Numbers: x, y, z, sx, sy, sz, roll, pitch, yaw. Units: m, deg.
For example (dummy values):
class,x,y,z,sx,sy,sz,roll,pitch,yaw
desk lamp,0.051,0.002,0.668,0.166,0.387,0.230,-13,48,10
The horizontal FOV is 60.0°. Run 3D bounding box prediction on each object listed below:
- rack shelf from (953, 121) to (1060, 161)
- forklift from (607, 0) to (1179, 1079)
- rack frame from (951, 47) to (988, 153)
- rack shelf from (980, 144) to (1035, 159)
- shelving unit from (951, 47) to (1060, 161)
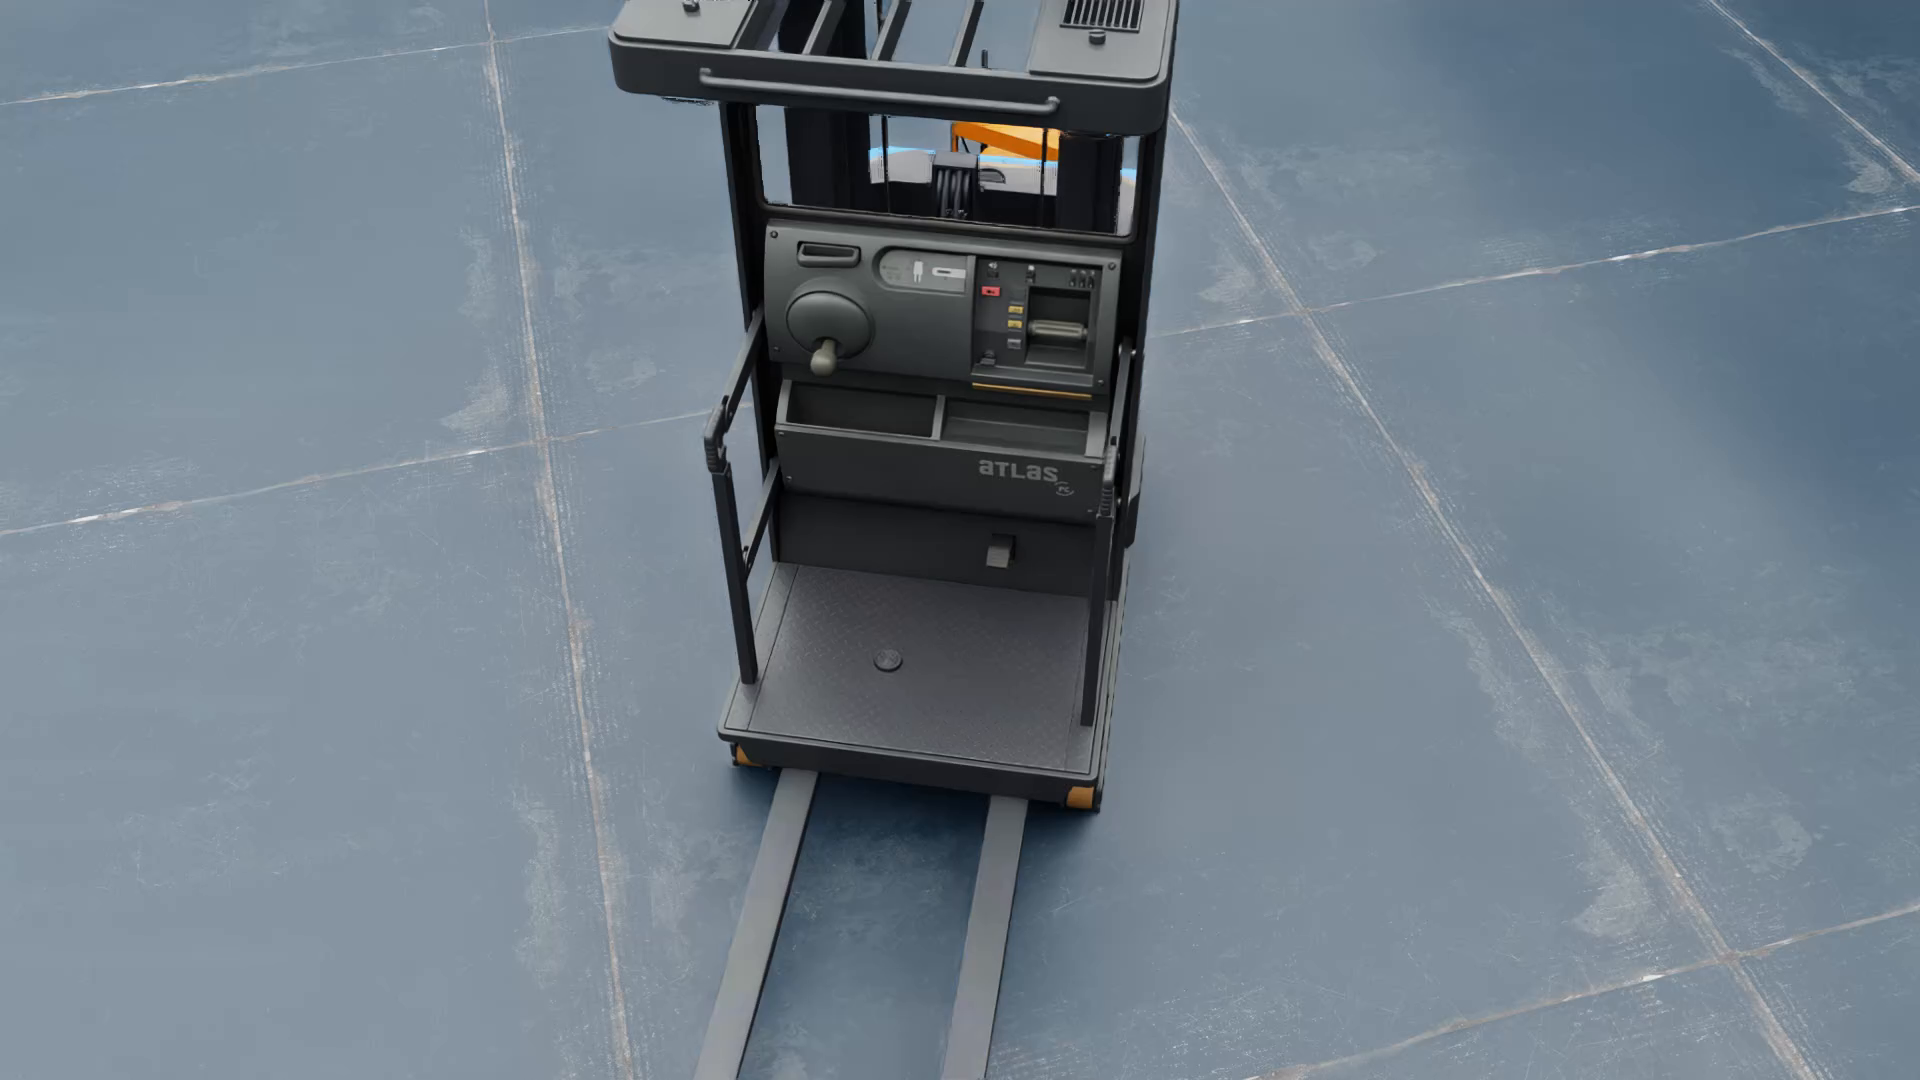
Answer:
class,x,y,z,sx,sy,sz,roll,pitch,yaw
rack shelf,0.246,-1.394,5.725,0.480,0.148,0.258,21,49,20
forklift,-0.084,-0.505,4.193,1.130,2.935,3.031,6,46,6
rack frame,0.032,-1.202,6.088,0.015,1.200,0.240,21,49,20
rack shelf,0.246,-1.228,5.894,0.480,0.148,0.258,21,49,20
shelving unit,0.246,-1.118,6.006,0.503,1.200,0.258,21,49,20
